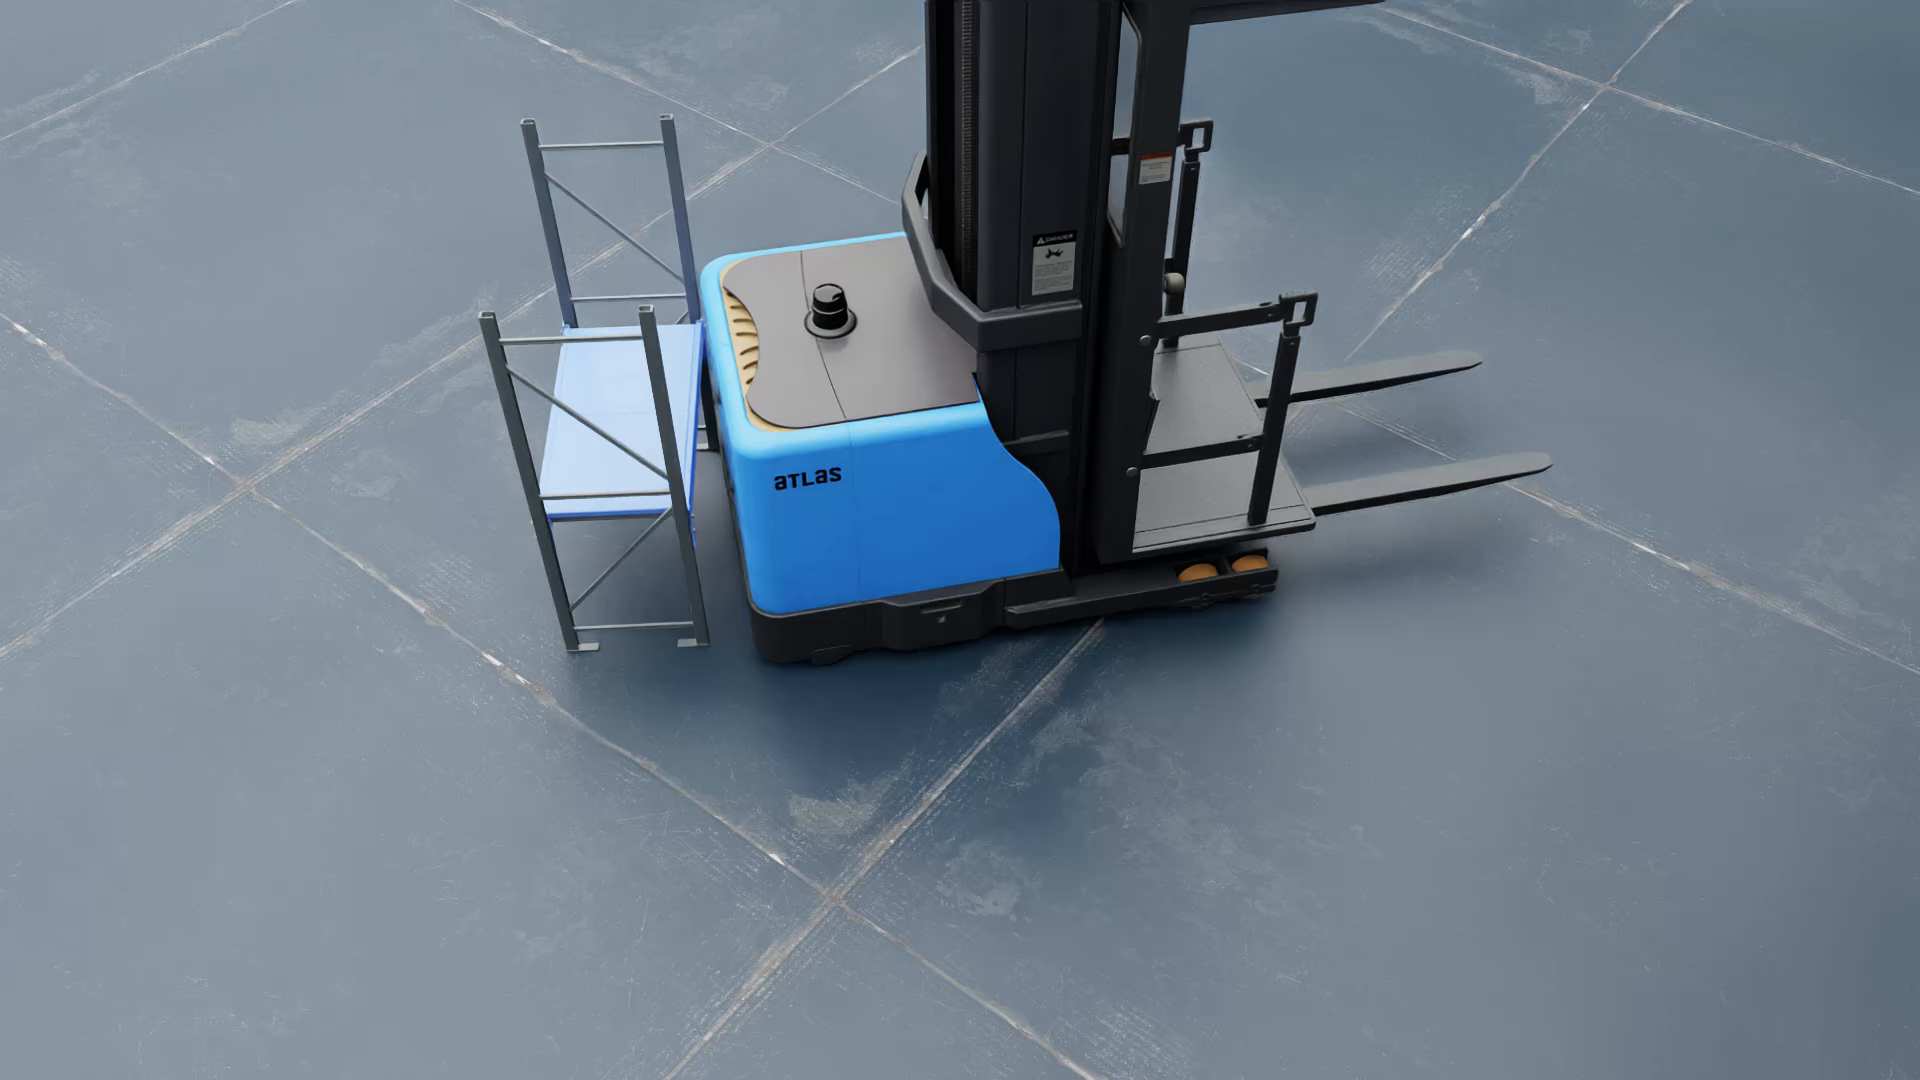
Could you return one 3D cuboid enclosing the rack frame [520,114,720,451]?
[{"bbox_3d":[-1.202,-0.877,6.050,0.500,1.500,0.032,-3,46,-2],"label":"rack frame"}]

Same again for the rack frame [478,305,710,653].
[{"bbox_3d":[-1.139,-0.143,5.349,0.500,1.500,0.032,-3,46,-2],"label":"rack frame"}]

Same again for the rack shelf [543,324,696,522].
[{"bbox_3d":[-1.171,-0.419,5.795,0.459,0.062,0.952,-3,46,-2],"label":"rack shelf"}]

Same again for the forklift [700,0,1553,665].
[{"bbox_3d":[0.669,-1.134,5.306,3.031,2.935,1.130,-9,47,-9],"label":"forklift"}]

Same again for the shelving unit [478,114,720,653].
[{"bbox_3d":[-1.171,-0.510,5.700,0.500,1.500,1.048,-3,46,-2],"label":"shelving unit"}]
